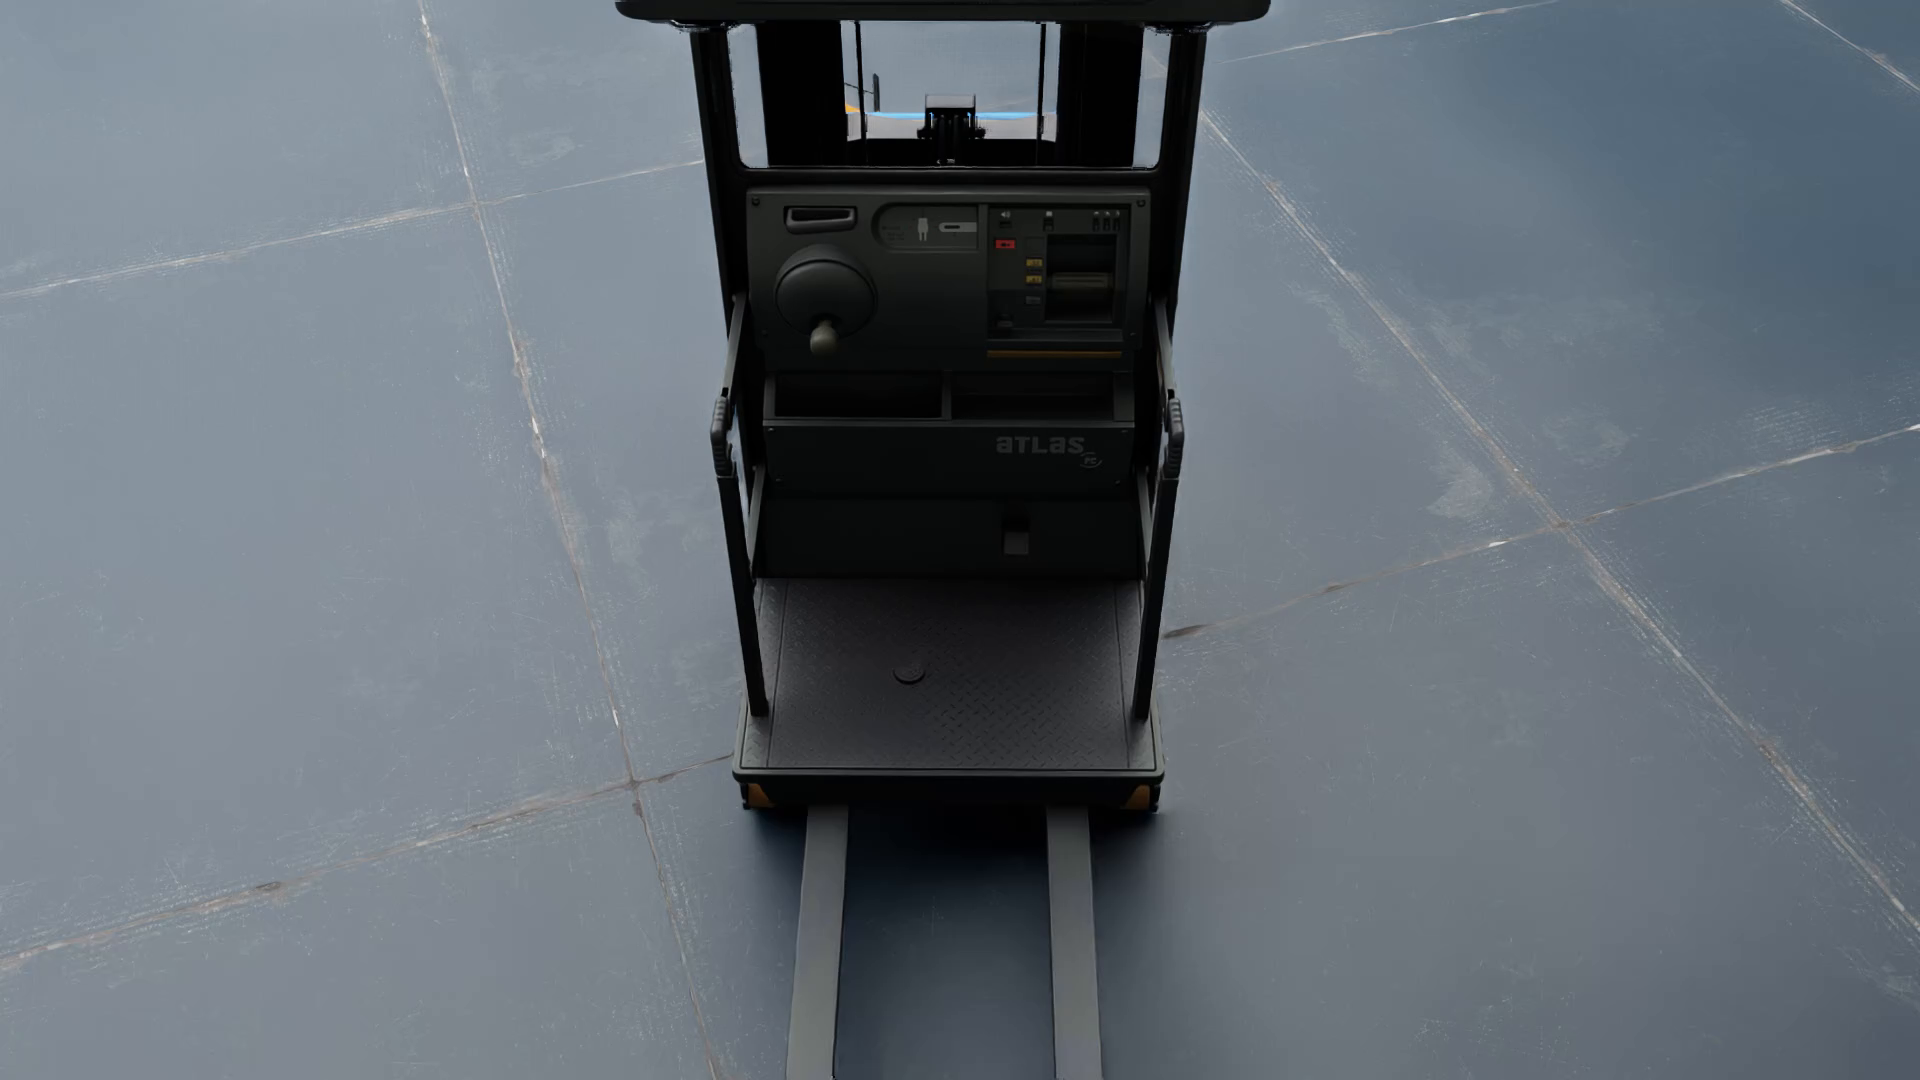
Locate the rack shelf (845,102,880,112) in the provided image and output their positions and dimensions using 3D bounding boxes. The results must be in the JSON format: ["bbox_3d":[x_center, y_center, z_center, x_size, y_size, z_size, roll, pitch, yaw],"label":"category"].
[{"bbox_3d":[-0.408,-1.256,5.375,0.215,0.259,0.240,25,50,23],"label":"rack shelf"}]

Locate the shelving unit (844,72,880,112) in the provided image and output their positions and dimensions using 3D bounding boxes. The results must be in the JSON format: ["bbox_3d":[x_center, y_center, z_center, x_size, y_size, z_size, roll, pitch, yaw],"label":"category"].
[{"bbox_3d":[-0.408,-1.063,5.568,0.215,1.050,0.252,25,50,23],"label":"shelving unit"}]

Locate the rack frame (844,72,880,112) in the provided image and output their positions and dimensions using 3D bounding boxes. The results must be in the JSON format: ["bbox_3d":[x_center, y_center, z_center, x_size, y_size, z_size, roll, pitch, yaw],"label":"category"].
[{"bbox_3d":[-0.339,-1.135,5.640,0.200,1.050,0.008,25,50,23],"label":"rack frame"}]

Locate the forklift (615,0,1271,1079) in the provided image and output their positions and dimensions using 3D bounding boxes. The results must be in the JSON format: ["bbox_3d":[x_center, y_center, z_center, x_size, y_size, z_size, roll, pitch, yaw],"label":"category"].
[{"bbox_3d":[-0.026,-0.531,3.710,1.130,2.935,3.031,0,45,0],"label":"forklift"}]
